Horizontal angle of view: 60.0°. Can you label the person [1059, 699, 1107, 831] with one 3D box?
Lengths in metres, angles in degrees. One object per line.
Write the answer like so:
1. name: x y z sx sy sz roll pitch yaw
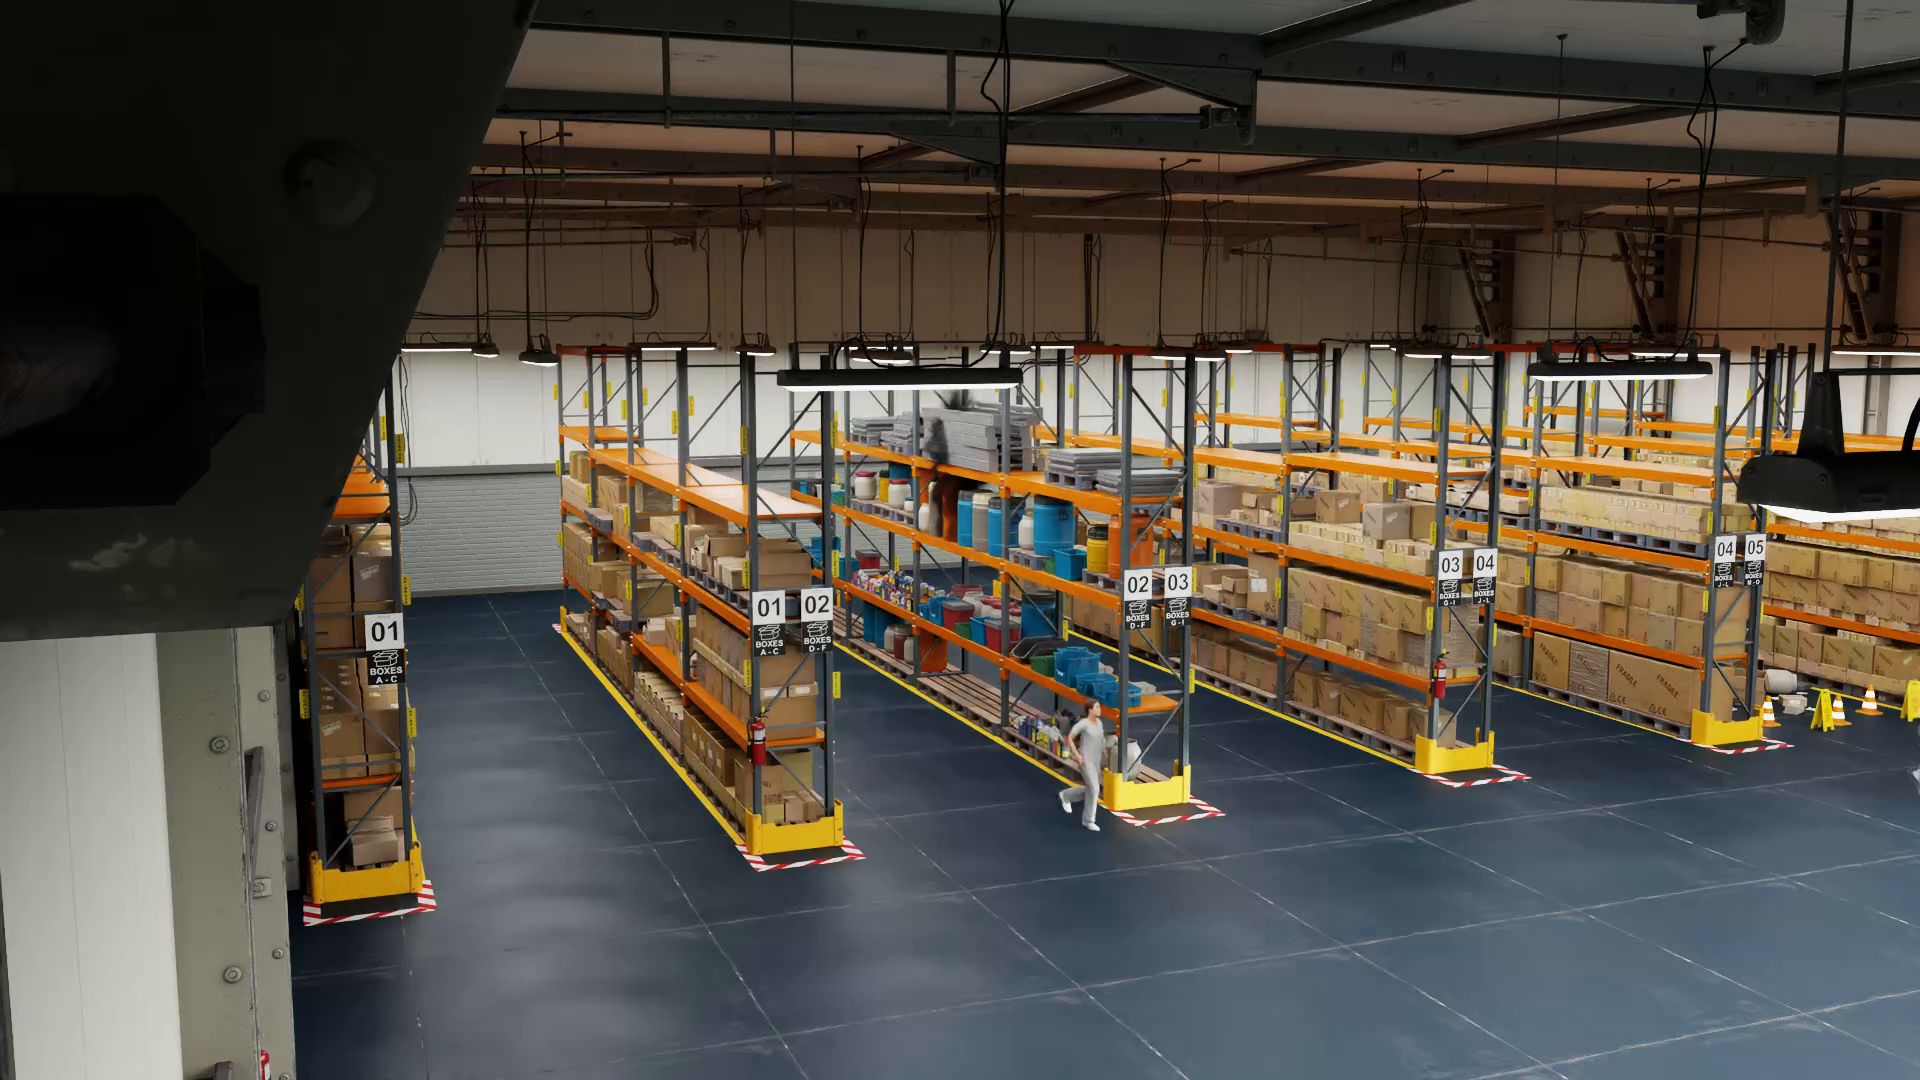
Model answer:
1. person: 1.619 2.846 21.344 0.736 1.653 0.610 7 10 43
